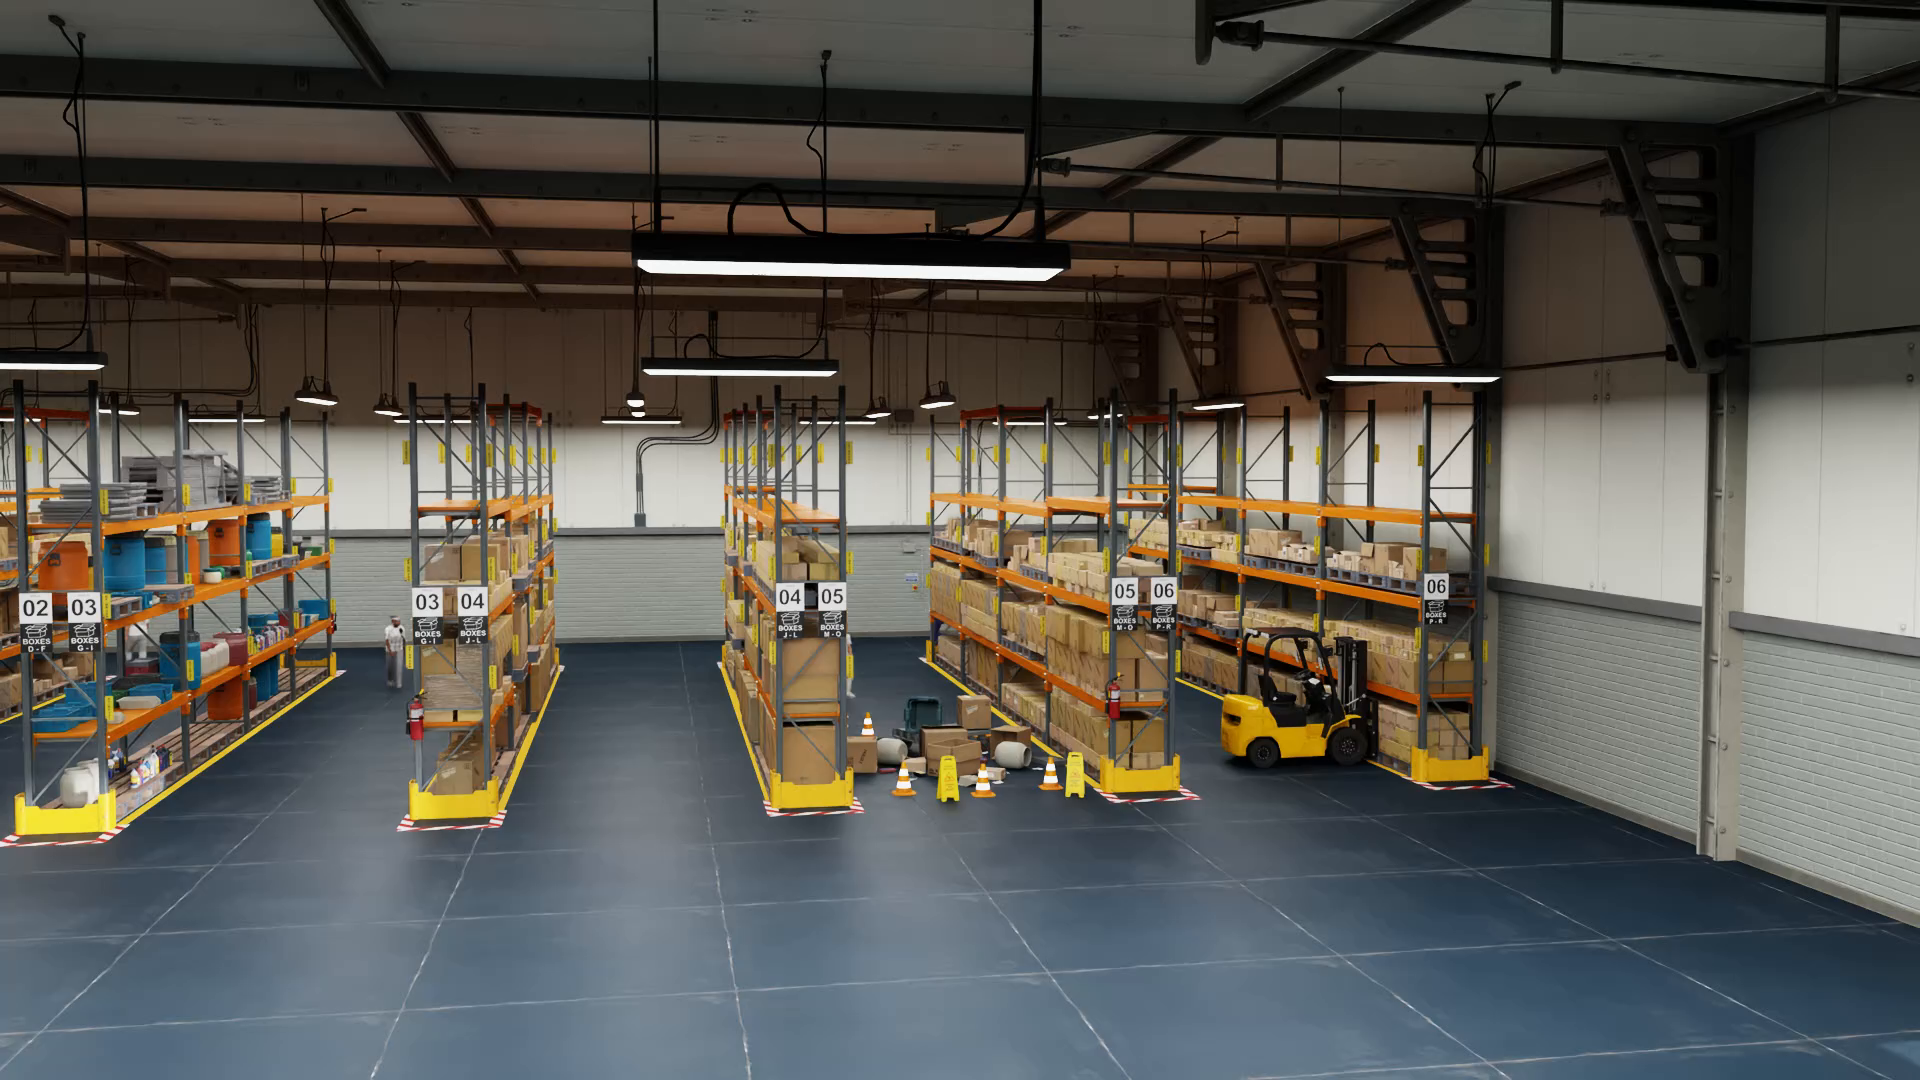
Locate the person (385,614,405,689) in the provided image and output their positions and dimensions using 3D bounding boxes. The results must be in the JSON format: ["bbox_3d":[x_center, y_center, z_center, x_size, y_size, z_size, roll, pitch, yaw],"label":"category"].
[{"bbox_3d":[-12.139,2.382,35.769,0.438,1.582,1.068,-1,3,-25],"label":"person"}]

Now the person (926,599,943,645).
[{"bbox_3d":[-0.576,2.039,42.289,0.752,1.616,0.484,-2,3,-30],"label":"person"}]

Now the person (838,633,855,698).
[{"bbox_3d":[-2.393,2.454,33.750,0.507,1.661,0.462,0,3,-2],"label":"person"}]

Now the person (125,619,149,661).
[{"bbox_3d":[-18.860,2.219,38.031,0.587,1.777,0.759,-3,4,-42],"label":"person"}]
